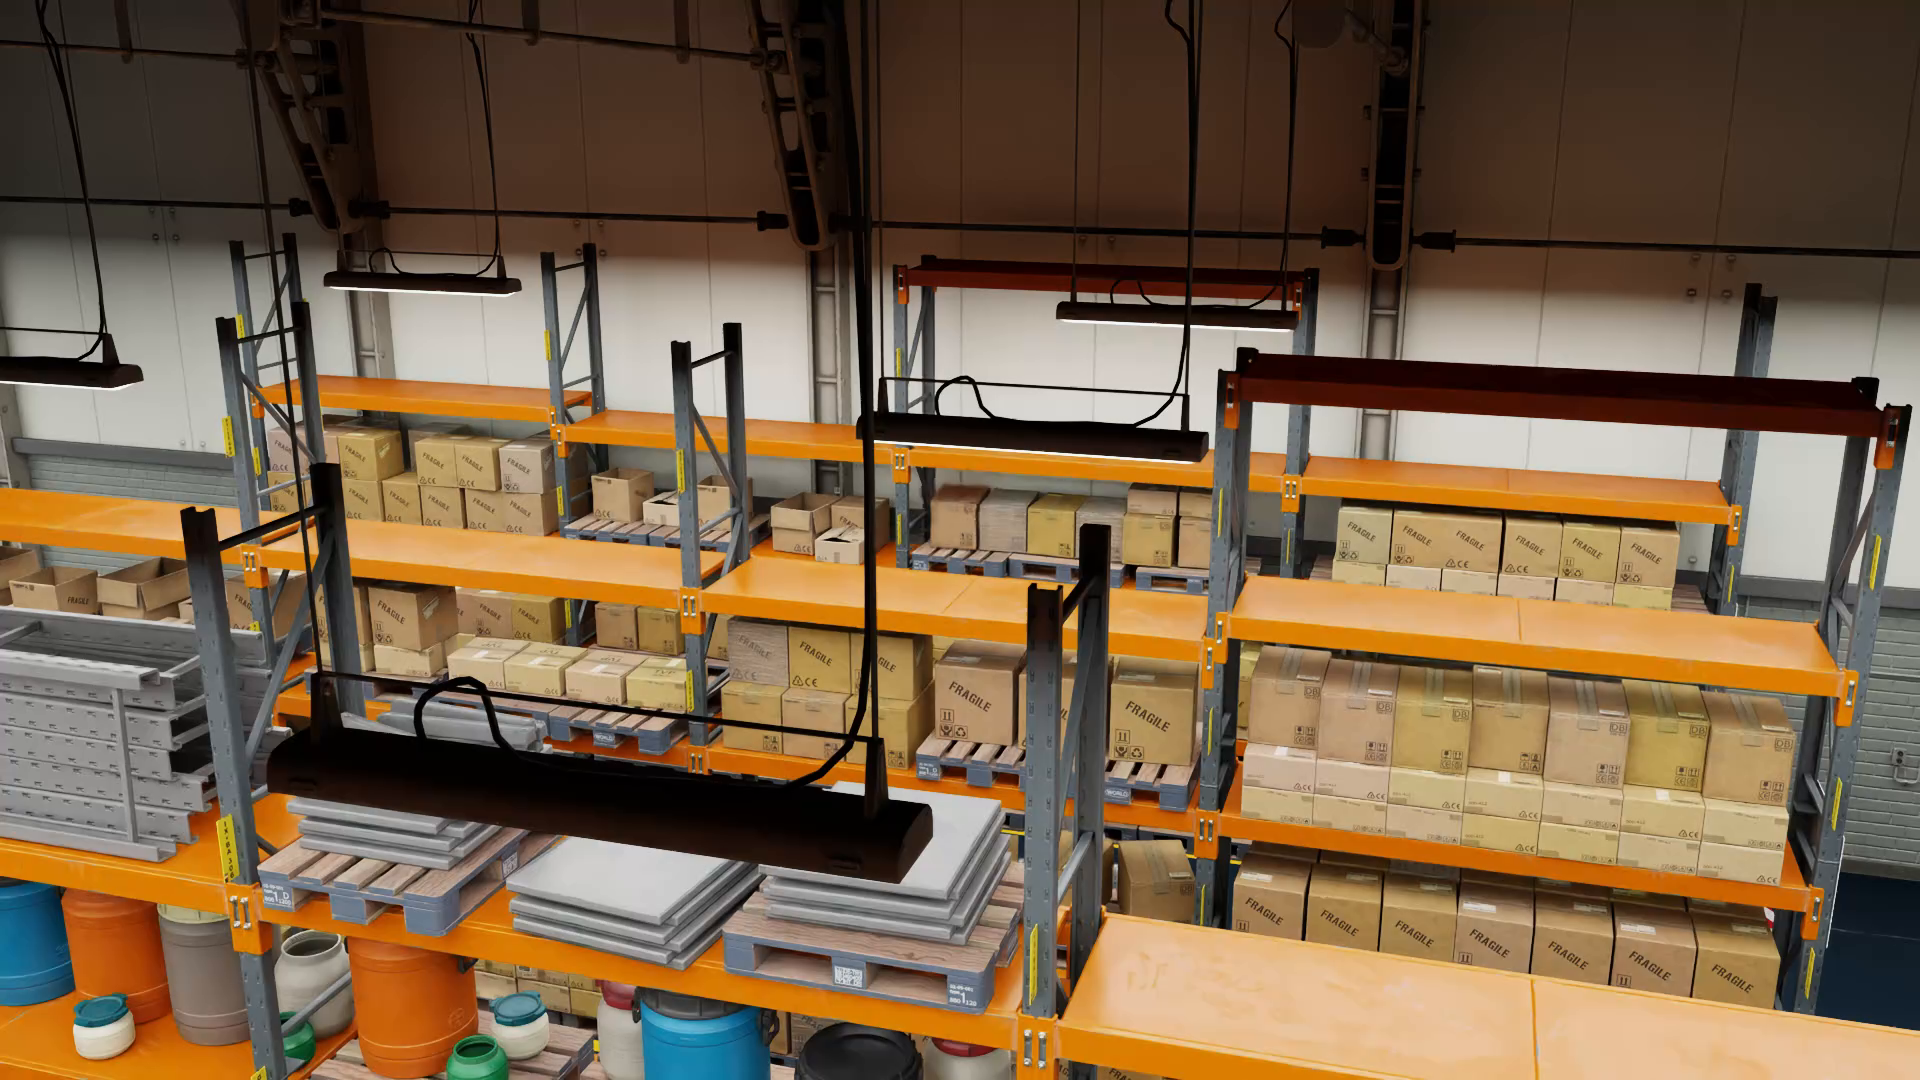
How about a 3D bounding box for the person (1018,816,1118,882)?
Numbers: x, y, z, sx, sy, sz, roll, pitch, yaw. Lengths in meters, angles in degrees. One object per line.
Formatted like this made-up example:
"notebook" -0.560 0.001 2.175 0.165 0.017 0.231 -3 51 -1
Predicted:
"person" 1.083 2.572 16.116 1.108 1.523 0.589 2 16 8
